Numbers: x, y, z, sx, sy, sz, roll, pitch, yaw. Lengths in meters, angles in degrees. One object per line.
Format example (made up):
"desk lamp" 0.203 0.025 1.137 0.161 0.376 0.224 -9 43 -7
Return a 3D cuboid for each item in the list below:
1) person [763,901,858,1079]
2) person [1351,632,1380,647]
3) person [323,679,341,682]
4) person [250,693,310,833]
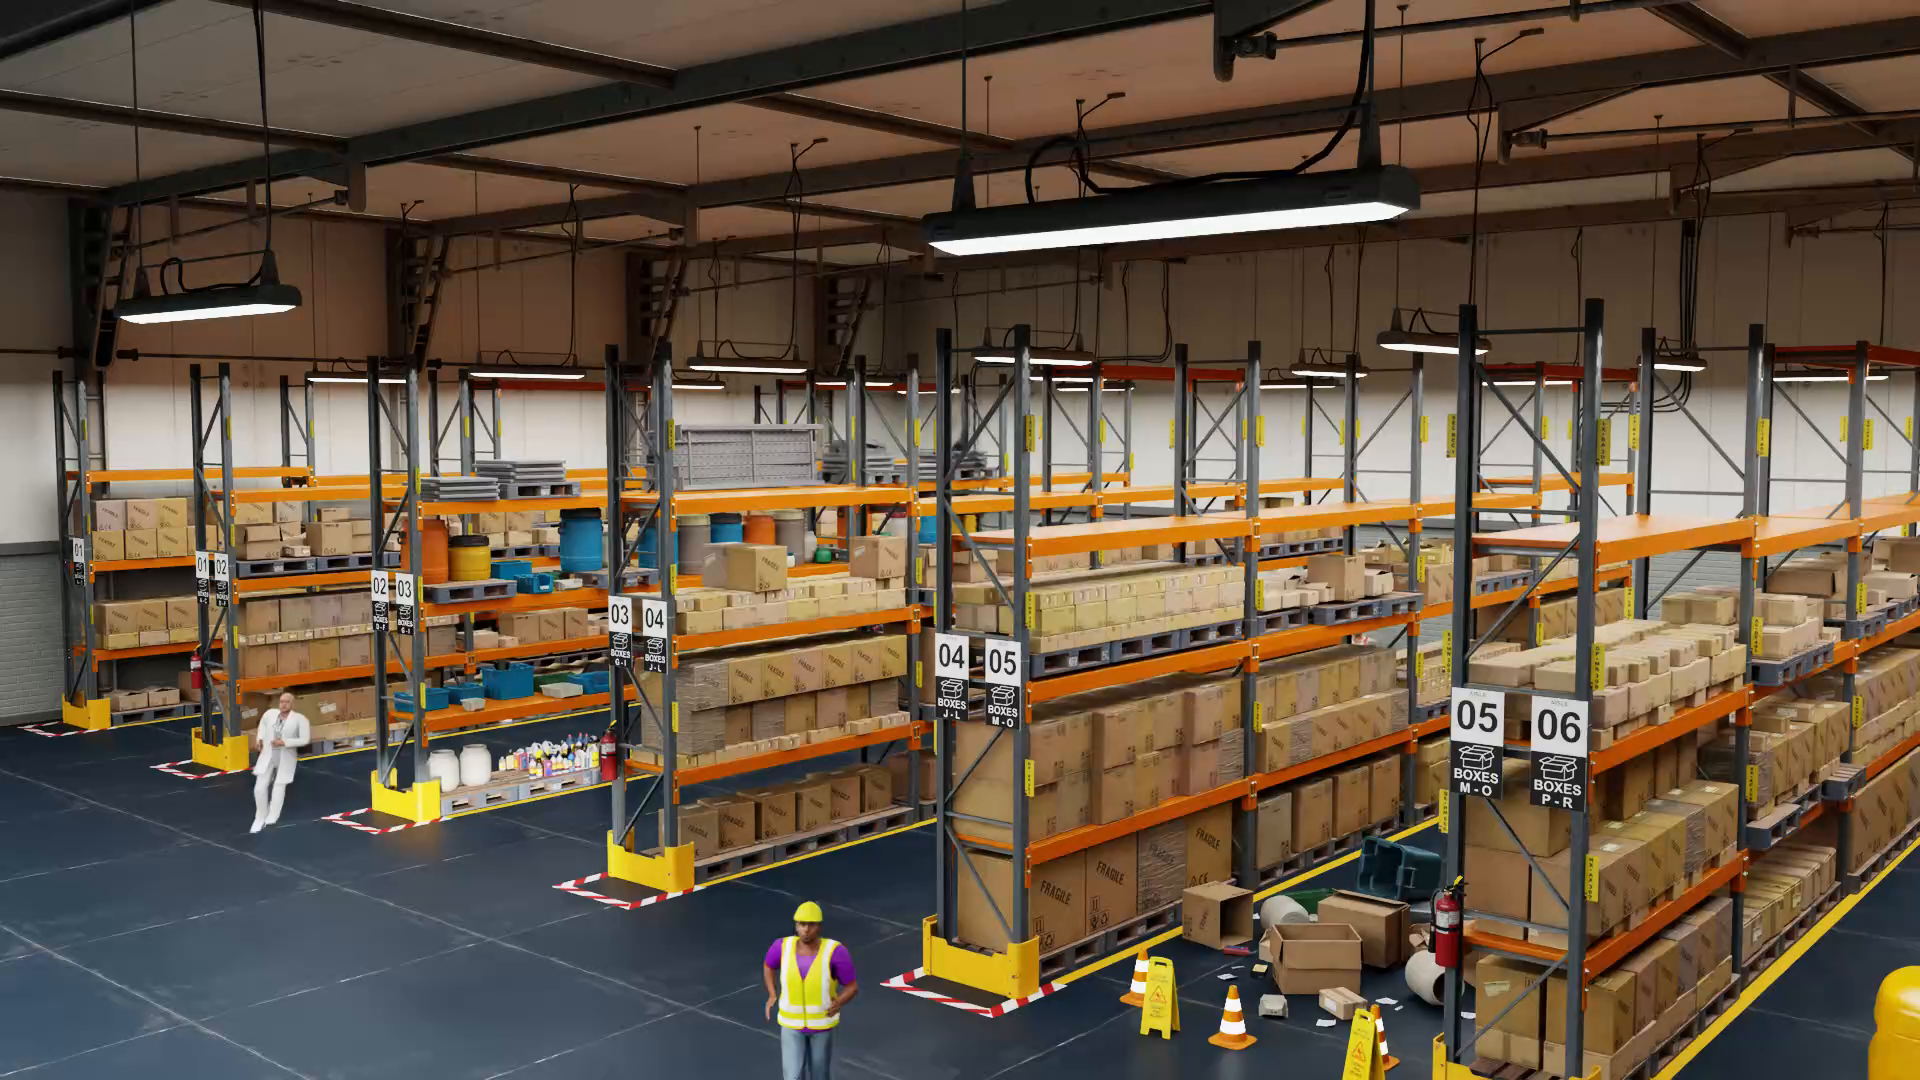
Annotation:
"person" -1.070 3.430 11.771 0.700 1.773 0.970 0 4 2
"person" 6.619 2.242 27.768 0.662 1.806 0.799 3 5 39
"person" -10.625 2.259 28.204 0.678 1.741 0.679 3 5 31
"person" -8.553 2.800 20.962 0.752 1.792 0.704 0 4 -6
